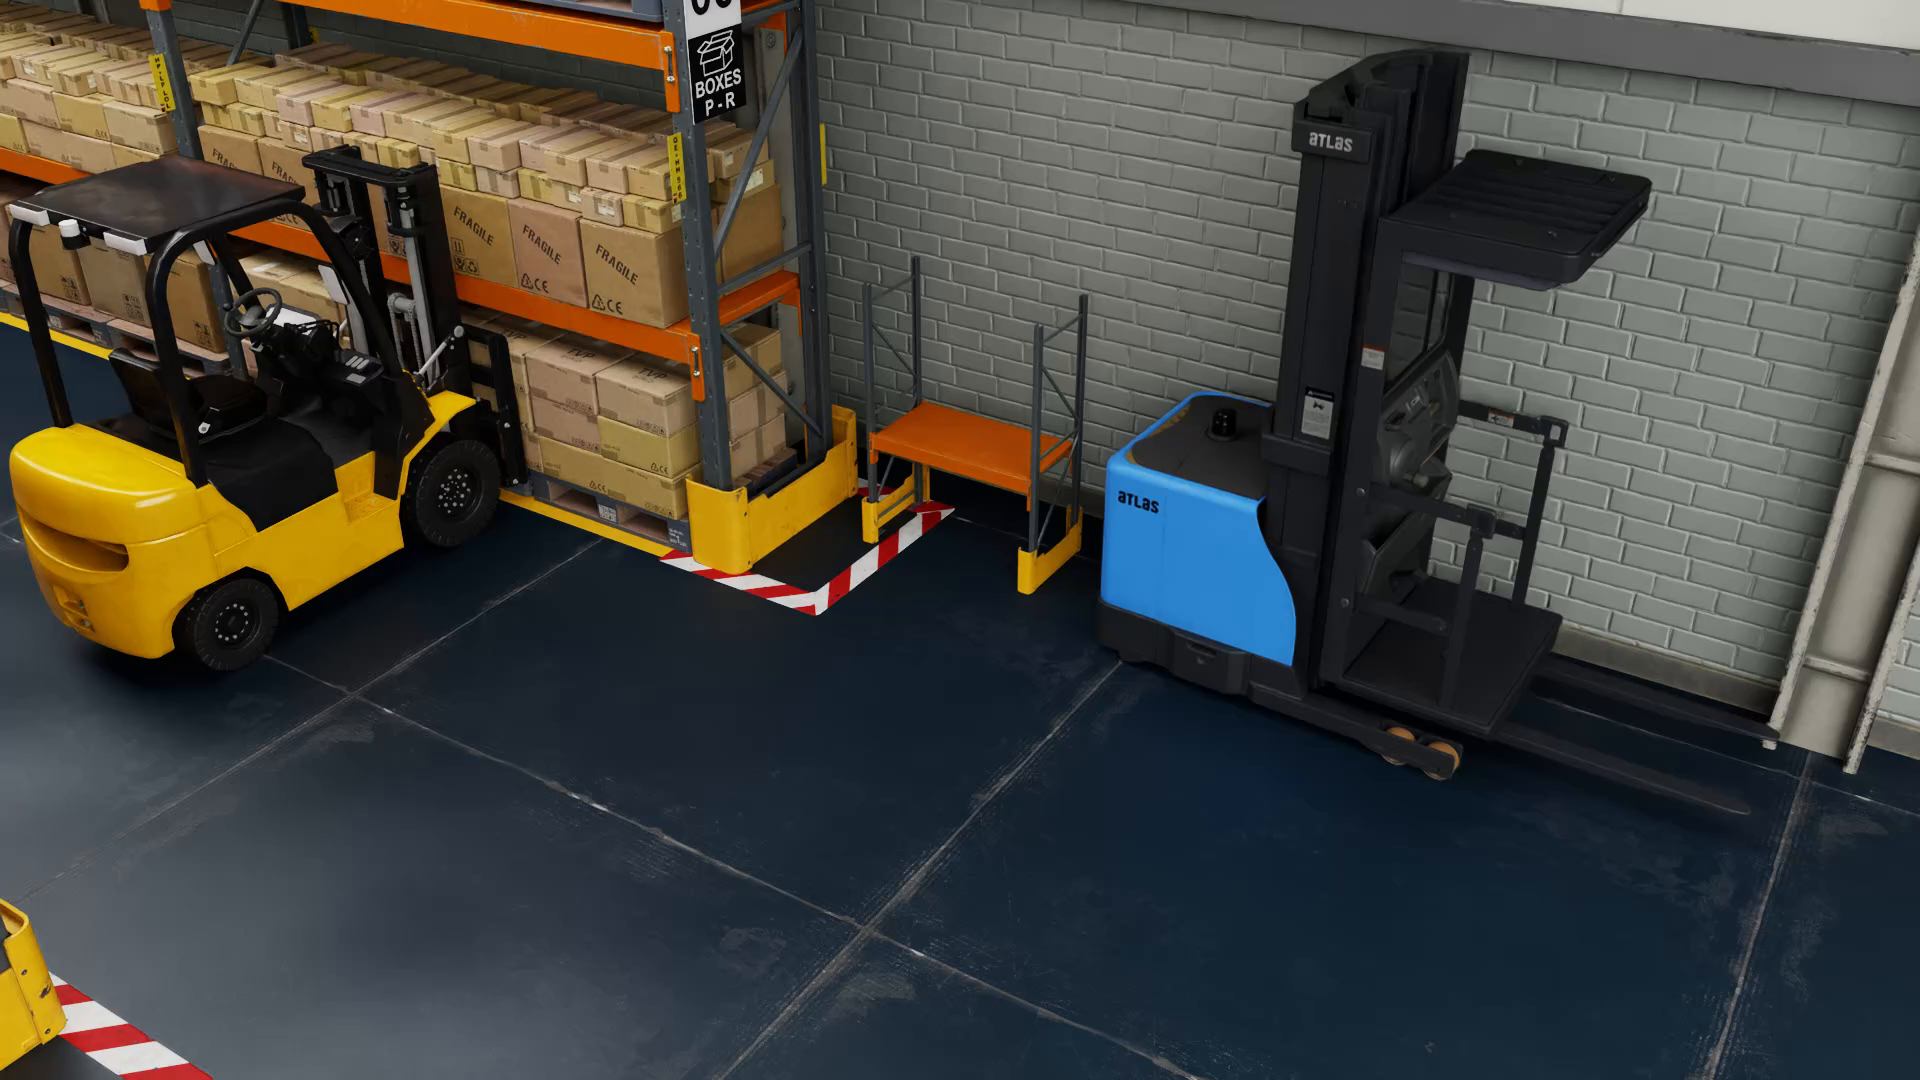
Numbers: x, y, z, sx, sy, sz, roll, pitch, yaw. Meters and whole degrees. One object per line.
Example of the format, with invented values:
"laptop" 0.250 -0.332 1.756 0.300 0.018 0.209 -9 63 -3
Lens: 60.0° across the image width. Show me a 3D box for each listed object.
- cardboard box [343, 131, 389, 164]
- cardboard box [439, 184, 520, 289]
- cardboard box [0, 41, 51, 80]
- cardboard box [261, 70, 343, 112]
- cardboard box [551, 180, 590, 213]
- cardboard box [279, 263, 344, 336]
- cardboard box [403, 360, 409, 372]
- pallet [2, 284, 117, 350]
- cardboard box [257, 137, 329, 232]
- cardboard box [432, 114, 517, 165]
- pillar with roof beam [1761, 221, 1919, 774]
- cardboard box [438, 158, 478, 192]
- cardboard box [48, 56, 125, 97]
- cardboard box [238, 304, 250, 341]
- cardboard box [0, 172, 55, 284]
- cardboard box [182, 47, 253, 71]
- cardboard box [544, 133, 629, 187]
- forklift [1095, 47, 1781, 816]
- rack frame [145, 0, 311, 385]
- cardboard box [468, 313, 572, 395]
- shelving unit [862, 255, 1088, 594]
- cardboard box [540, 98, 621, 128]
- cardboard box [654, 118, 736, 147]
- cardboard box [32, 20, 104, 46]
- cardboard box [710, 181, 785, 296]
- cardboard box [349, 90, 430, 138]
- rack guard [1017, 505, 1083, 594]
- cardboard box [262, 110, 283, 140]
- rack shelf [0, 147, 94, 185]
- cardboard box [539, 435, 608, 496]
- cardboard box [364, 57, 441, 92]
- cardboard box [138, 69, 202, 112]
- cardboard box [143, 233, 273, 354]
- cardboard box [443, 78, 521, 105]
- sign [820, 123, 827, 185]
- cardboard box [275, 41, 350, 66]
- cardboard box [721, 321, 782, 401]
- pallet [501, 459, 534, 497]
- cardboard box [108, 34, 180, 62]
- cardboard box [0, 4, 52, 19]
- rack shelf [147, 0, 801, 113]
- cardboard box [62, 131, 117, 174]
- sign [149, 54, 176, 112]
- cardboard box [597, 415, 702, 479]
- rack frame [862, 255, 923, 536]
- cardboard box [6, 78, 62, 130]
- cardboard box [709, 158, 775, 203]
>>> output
"cardboard box" -3.236 -2.241 9.371 0.250 0.149 0.380 16 34 26
"cardboard box" -2.472 -1.742 9.159 0.500 0.500 0.500 17 34 26
"cardboard box" -6.206 -3.158 10.943 0.250 0.149 0.380 17 34 26
"cardboard box" -3.832 -2.614 9.716 0.250 0.149 0.380 17 34 26
"cardboard box" -1.909 -1.847 8.696 0.250 0.149 0.380 18 35 28
"cardboard box" -3.764 -1.491 10.149 0.500 0.250 0.500 18 35 27
"cardboard box" -2.914 -1.009 9.819 0.500 0.250 0.500 17 35 27
"pallet" -6.117 -1.773 12.079 1.213 0.211 1.003 18 35 27
"cardboard box" -3.748 -2.151 9.860 0.500 0.500 0.500 18 35 28
"cardboard box" -2.596 -2.156 8.930 0.250 0.149 0.380 18 35 28
"pillar with roof beam" 1.636 -1.116 2.233 0.400 9.000 9.100 18 35 27
"cardboard box" -2.589 -2.028 9.007 0.250 0.149 0.380 18 35 28
"cardboard box" -5.543 -2.954 10.593 0.250 0.149 0.380 16 34 26
"cardboard box" -4.189 -1.418 10.521 0.500 0.250 0.500 17 34 27
"cardboard box" -6.744 -2.353 12.246 0.625 0.625 0.875 19 35 29
"cardboard box" -4.818 -3.073 10.799 0.250 0.149 0.380 16 34 26
"cardboard box" -1.924 -1.968 8.608 0.250 0.149 0.380 18 35 28
"forklift" 2.182 -0.503 7.203 3.031 2.935 1.130 19 35 29
"rack frame" -4.435 -2.470 10.507 0.127 3.000 1.000 18 35 27
"cardboard box" -2.471 -1.080 9.444 0.500 0.250 0.500 18 35 28
"shelving unit" 0.065 -0.627 8.837 1.083 1.500 0.587 18 35 27
"cardboard box" -2.091 -2.313 9.200 0.250 0.149 0.380 19 35 29
"cardboard box" -1.410 -2.130 8.885 0.250 0.149 0.380 19 35 29
"cardboard box" -6.129 -3.461 11.463 0.250 0.149 0.380 19 35 29
"cardboard box" -1.319 -1.693 9.076 0.500 0.500 0.500 19 35 29
"cardboard box" -3.189 -2.399 9.347 0.250 0.149 0.380 17 34 27
"rack guard" 0.486 0.046 8.923 0.087 0.250 0.587 18 35 27
"cardboard box" -3.849 -2.469 9.763 0.250 0.149 0.380 17 35 27
"rack shelf" -6.129 -2.695 11.607 4.000 0.370 1.077 18 35 27
"cardboard box" -2.029 -0.521 9.478 0.500 0.250 0.500 18 35 27
"cardboard box" -3.337 -2.775 9.992 0.250 0.149 0.380 17 34 26
"cardboard box" -4.842 -2.790 10.313 0.250 0.149 0.380 19 35 29
"cardboard box" -4.882 -1.761 11.231 0.625 0.625 0.875 19 35 29
"cardboard box" -2.738 -2.527 9.567 0.250 0.149 0.380 19 35 29
"sign" -0.747 -2.042 8.836 0.005 0.325 0.100 18 35 27
"cardboard box" -4.004 -2.965 10.318 0.250 0.149 0.380 18 35 27
"cardboard box" -1.353 -1.034 9.365 0.500 0.250 0.500 17 34 27
"pallet" -2.746 -0.708 10.255 1.213 0.211 1.003 18 35 27
"cardboard box" -5.453 -3.278 11.149 0.250 0.149 0.380 18 35 27
"cardboard box" -6.726 -3.711 11.891 0.250 0.149 0.380 17 34 26
"rack shelf" -2.741 -2.919 9.014 4.000 0.370 1.077 18 35 27
"cardboard box" -5.429 -2.561 10.812 0.500 0.250 0.500 17 34 27
"sign" -4.715 -2.702 9.834 0.005 0.325 0.100 18 35 27
"cardboard box" -1.625 -0.605 9.126 0.500 0.250 0.500 17 34 27
"rack frame" -0.358 -0.761 9.066 0.032 1.500 0.500 18 35 27
"cardboard box" -5.856 -2.918 10.928 0.500 0.250 0.500 18 35 28
"cardboard box" -1.196 -1.924 8.827 0.250 0.149 0.380 17 34 26
